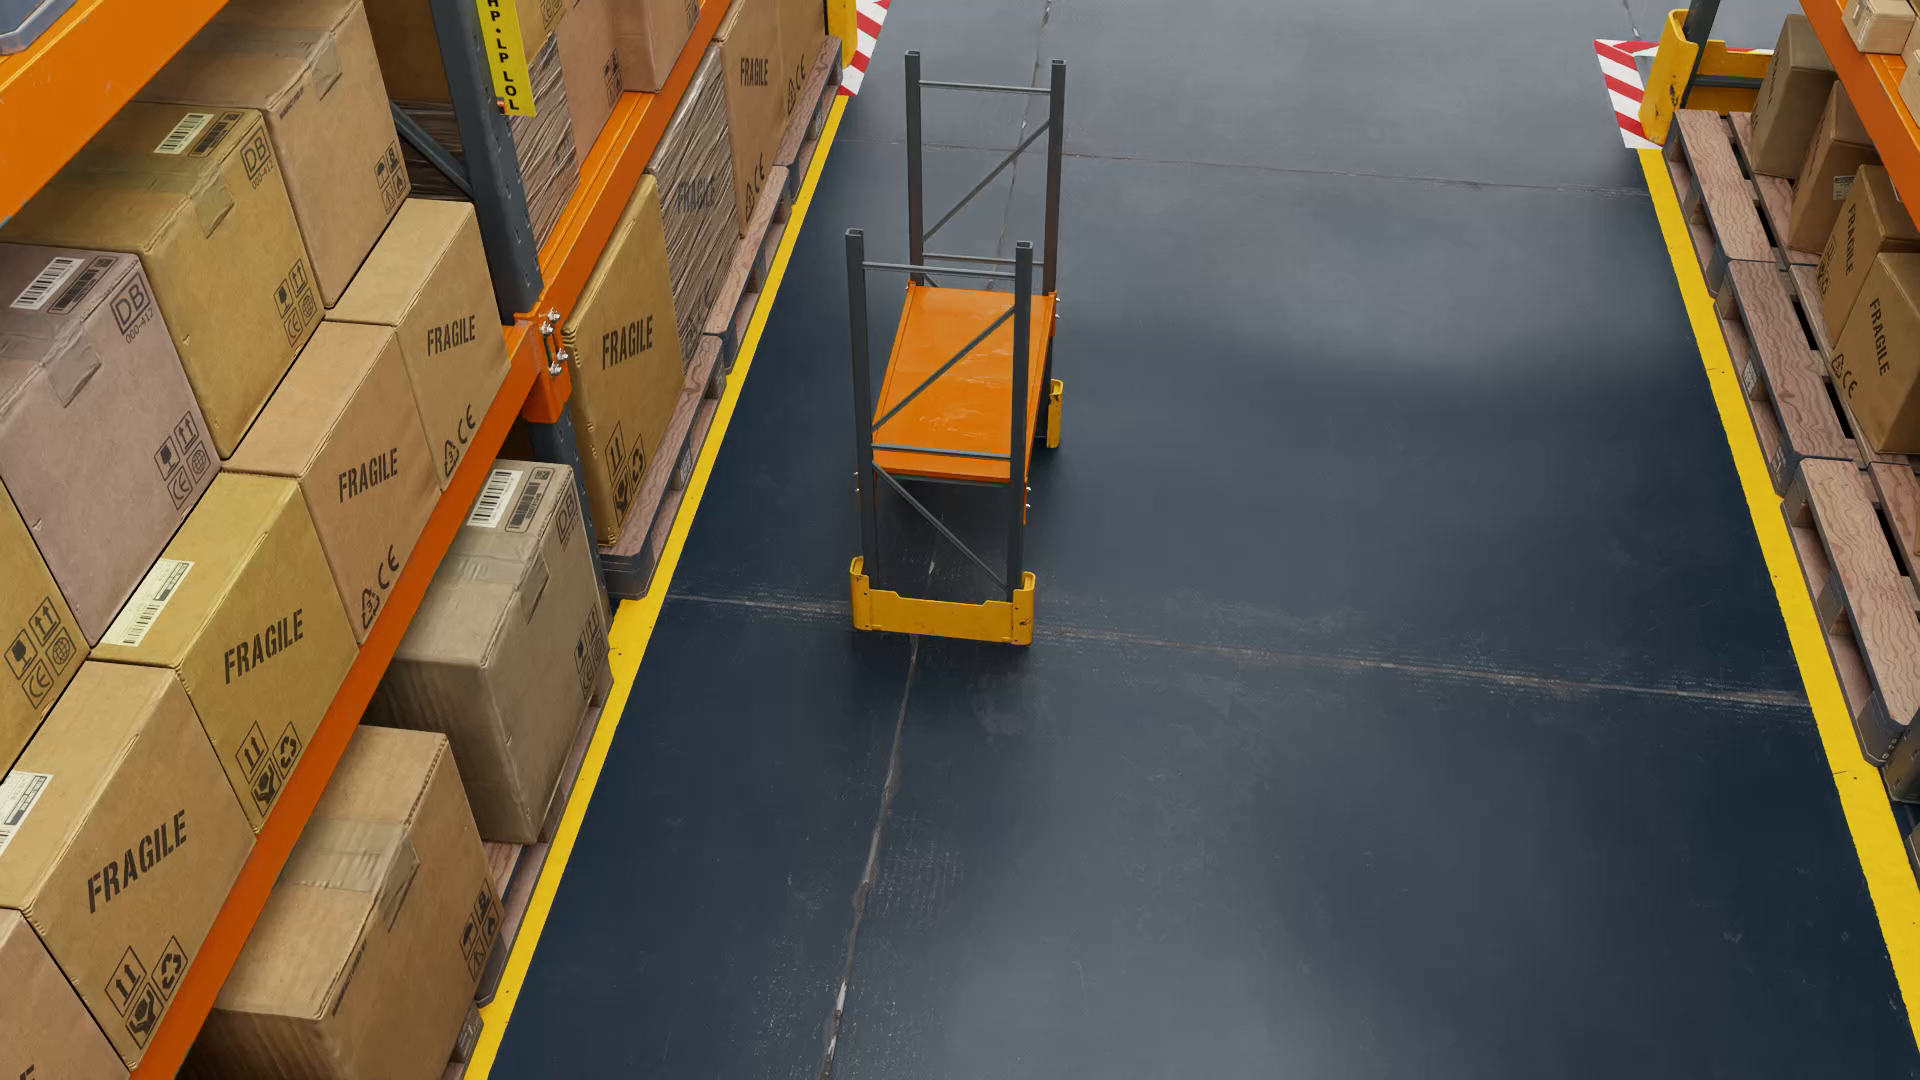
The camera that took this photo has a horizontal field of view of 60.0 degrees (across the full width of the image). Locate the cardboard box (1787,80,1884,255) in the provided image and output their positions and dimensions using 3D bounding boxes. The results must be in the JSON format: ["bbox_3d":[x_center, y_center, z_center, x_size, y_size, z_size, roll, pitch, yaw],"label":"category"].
[{"bbox_3d":[3.646,-1.443,6.605,0.500,0.500,0.500,16,46,16],"label":"cardboard box"}]

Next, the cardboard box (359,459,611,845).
[{"bbox_3d":[-1.635,0.269,4.615,1.050,0.750,0.750,5,44,5],"label":"cardboard box"}]

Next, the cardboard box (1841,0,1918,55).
[{"bbox_3d":[3.222,-1.755,5.605,0.380,0.149,0.250,5,44,6],"label":"cardboard box"}]

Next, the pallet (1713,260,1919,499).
[{"bbox_3d":[3.474,-0.589,6.218,1.003,0.211,1.213,5,44,6],"label":"pallet"}]

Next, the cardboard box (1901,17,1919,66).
[{"bbox_3d":[3.320,-1.573,5.412,0.380,0.149,0.250,5,44,6],"label":"cardboard box"}]

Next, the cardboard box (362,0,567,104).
[{"bbox_3d":[-1.559,-1.521,4.280,0.875,0.550,0.550,5,44,6],"label":"cardboard box"}]

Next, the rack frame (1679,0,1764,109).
[{"bbox_3d":[3.790,-3.033,6.771,1.000,3.000,0.127,5,44,6],"label":"rack frame"}]

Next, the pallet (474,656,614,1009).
[{"bbox_3d":[-1.669,0.719,4.837,1.003,0.211,1.213,5,44,6],"label":"pallet"}]

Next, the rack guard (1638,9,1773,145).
[{"bbox_3d":[3.780,-2.073,7.576,1.175,0.500,0.348,5,44,6],"label":"rack guard"}]

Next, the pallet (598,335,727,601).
[{"bbox_3d":[-1.464,-0.325,5.940,1.003,0.211,1.213,5,44,6],"label":"pallet"}]

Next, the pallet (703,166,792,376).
[{"bbox_3d":[-1.305,-1.159,6.820,1.003,0.211,1.213,5,44,6],"label":"pallet"}]

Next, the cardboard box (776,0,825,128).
[{"bbox_3d":[-1.137,-2.465,7.412,0.875,0.875,0.875,5,44,6],"label":"cardboard box"}]

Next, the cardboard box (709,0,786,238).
[{"bbox_3d":[-1.251,-1.865,6.778,0.875,0.875,0.875,5,44,5],"label":"cardboard box"}]

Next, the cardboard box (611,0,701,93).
[{"bbox_3d":[-1.366,-1.868,5.432,0.875,0.550,0.550,5,44,6],"label":"cardboard box"}]

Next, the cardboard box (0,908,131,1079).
[{"bbox_3d":[-1.712,0.892,2.554,0.500,0.500,0.500,5,44,5],"label":"cardboard box"}]

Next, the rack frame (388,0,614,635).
[{"bbox_3d":[-1.642,-0.826,4.441,1.000,3.000,0.127,5,44,6],"label":"rack frame"}]

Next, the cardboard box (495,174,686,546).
[{"bbox_3d":[-1.489,-0.630,5.473,0.875,0.875,0.875,6,44,6],"label":"cardboard box"}]

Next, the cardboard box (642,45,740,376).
[{"bbox_3d":[-1.374,-1.244,6.122,0.875,0.875,0.875,6,44,6],"label":"cardboard box"}]

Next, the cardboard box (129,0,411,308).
[{"bbox_3d":[-1.702,-0.887,3.705,0.700,0.500,0.500,5,44,5],"label":"cardboard box"}]

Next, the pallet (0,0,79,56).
[{"bbox_3d":[-1.714,-1.217,2.811,0.805,0.209,1.217,4,44,4],"label":"pallet"}]

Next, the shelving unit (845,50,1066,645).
[{"bbox_3d":[0.010,-0.597,5.289,0.587,1.500,1.083,5,44,6],"label":"shelving unit"}]

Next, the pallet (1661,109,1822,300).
[{"bbox_3d":[3.638,-1.418,7.094,1.003,0.211,1.213,5,44,6],"label":"pallet"}]

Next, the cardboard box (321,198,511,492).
[{"bbox_3d":[-1.446,-0.483,4.005,0.500,0.500,0.500,5,44,5],"label":"cardboard box"}]

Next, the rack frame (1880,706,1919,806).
[{"bbox_3d":[3.261,-0.307,3.892,1.000,3.000,0.127,5,44,6],"label":"rack frame"}]

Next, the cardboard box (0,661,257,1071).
[{"bbox_3d":[-1.644,0.552,2.912,0.500,0.500,0.500,5,44,5],"label":"cardboard box"}]

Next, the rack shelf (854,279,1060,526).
[{"bbox_3d":[0.011,-0.472,5.419,0.538,0.185,1.000,5,44,6],"label":"rack shelf"}]

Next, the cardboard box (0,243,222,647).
[{"bbox_3d":[-1.835,-0.192,2.971,0.700,0.500,0.500,6,44,6],"label":"cardboard box"}]

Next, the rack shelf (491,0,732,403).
[{"bbox_3d":[-1.377,-1.928,6.128,1.077,0.370,4.000,5,44,6],"label":"rack shelf"}]

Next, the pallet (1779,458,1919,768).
[{"bbox_3d":[3.315,0.245,5.338,1.003,0.211,1.213,5,44,6],"label":"pallet"}]

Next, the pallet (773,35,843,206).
[{"bbox_3d":[-1.141,-1.988,7.696,1.003,0.211,1.213,5,44,6],"label":"pallet"}]

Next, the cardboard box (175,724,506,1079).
[{"bbox_3d":[-1.766,0.926,3.921,1.050,0.750,0.750,5,44,6],"label":"cardboard box"}]

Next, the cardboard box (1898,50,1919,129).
[{"bbox_3d":[3.211,-1.410,5.240,0.380,0.149,0.250,5,44,6],"label":"cardboard box"}]

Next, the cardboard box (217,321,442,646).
[{"bbox_3d":[-1.513,-0.138,3.642,0.500,0.500,0.500,5,44,5],"label":"cardboard box"}]

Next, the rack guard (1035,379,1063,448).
[{"bbox_3d":[0.076,-0.482,6.077,0.587,0.250,0.087,5,44,6],"label":"rack guard"}]

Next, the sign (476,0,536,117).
[{"bbox_3d":[-1.103,-1.175,4.025,0.100,0.325,0.005,5,44,6],"label":"sign"}]

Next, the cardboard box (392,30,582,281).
[{"bbox_3d":[-1.605,-1.133,4.656,0.875,0.550,0.550,5,44,6],"label":"cardboard box"}]

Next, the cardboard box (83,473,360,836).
[{"bbox_3d":[-1.579,0.206,3.278,0.500,0.500,0.500,6,44,6],"label":"cardboard box"}]

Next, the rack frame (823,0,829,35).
[{"bbox_3d":[-1.113,-3.552,7.320,1.000,3.000,0.127,5,44,6],"label":"rack frame"}]

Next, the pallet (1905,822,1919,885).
[{"bbox_3d":[3.160,1.237,4.290,1.003,0.211,1.213,5,44,6],"label":"pallet"}]

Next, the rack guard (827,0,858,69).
[{"bbox_3d":[-1.110,-2.661,8.197,1.175,0.500,0.348,5,44,6],"label":"rack guard"}]

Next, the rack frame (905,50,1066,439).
[{"bbox_3d":[0.078,-0.949,5.662,0.500,1.500,0.032,5,44,6],"label":"rack frame"}]

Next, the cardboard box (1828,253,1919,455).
[{"bbox_3d":[3.426,-0.642,5.759,0.500,0.500,0.500,2,43,2],"label":"cardboard box"}]

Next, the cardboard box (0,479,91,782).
[{"bbox_3d":[-1.903,0.152,2.608,0.700,0.500,0.500,5,44,5],"label":"cardboard box"}]

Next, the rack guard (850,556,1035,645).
[{"bbox_3d":[-0.056,0.197,5.360,0.587,0.250,0.087,5,44,6],"label":"rack guard"}]

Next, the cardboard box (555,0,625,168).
[{"bbox_3d":[-1.555,-1.510,5.054,0.875,0.550,0.550,5,44,6],"label":"cardboard box"}]

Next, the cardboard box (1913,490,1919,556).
[{"bbox_3d":[3.422,-0.211,5.304,0.500,0.500,0.500,19,46,19],"label":"cardboard box"}]

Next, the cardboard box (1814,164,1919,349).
[{"bbox_3d":[3.544,-1.018,6.156,0.500,0.500,0.500,9,44,9],"label":"cardboard box"}]

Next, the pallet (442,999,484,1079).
[{"bbox_3d":[-1.828,1.553,3.957,1.003,0.211,1.213,5,44,6],"label":"pallet"}]

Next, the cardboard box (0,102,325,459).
[{"bbox_3d":[-1.768,-0.536,3.335,0.700,0.500,0.500,5,44,5],"label":"cardboard box"}]

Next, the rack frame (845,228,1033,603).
[{"bbox_3d":[-0.056,-0.256,4.930,0.500,1.500,0.032,5,44,6],"label":"rack frame"}]

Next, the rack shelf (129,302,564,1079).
[{"bbox_3d":[-1.906,0.798,3.249,1.077,0.370,4.000,5,44,6],"label":"rack shelf"}]

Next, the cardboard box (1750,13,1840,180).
[{"bbox_3d":[3.691,-1.853,7.038,0.500,0.500,0.500,13,45,13],"label":"cardboard box"}]
